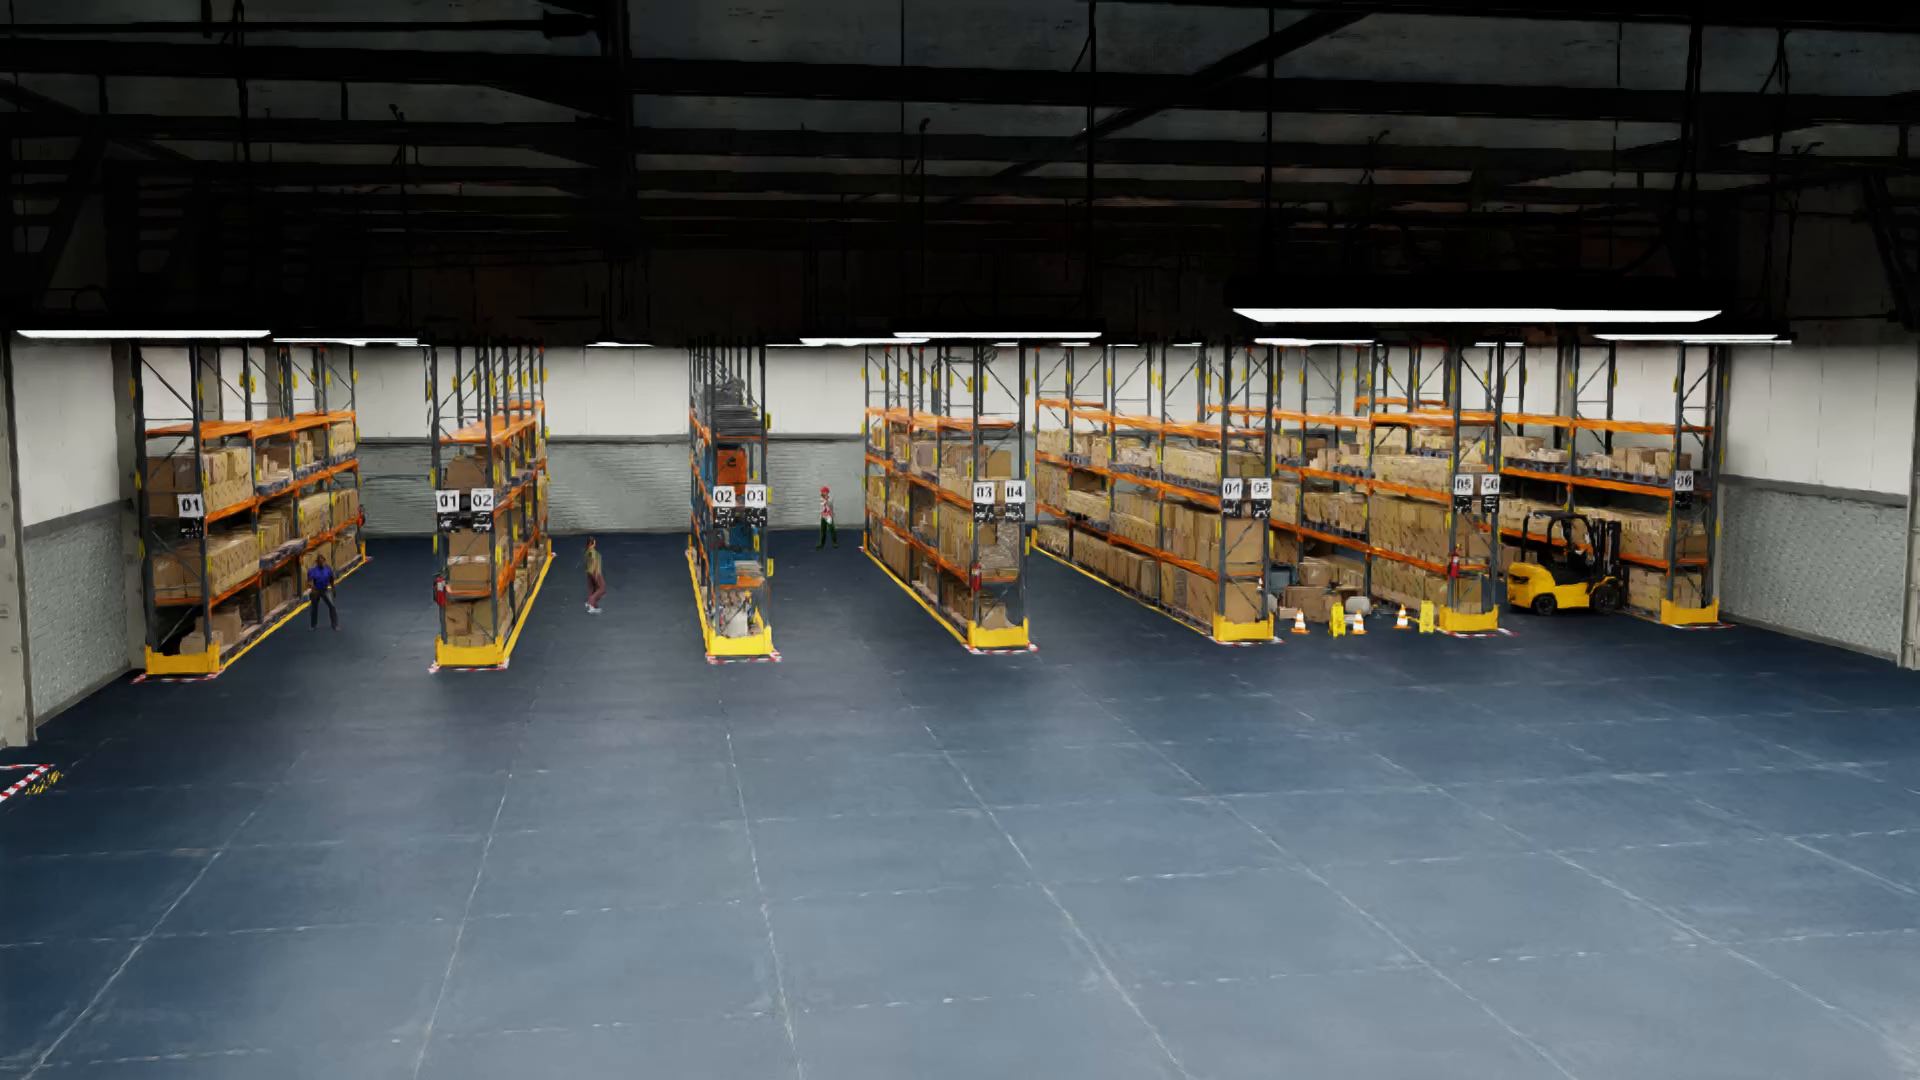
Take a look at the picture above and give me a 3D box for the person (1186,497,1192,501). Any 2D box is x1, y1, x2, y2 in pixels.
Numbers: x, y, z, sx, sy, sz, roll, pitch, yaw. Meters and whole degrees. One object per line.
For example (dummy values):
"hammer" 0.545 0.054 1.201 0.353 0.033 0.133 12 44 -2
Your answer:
"person" 6.503 -0.452 46.866 0.458 1.677 0.505 0 7 0

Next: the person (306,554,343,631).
"person" -12.953 1.061 33.786 0.626 1.594 0.809 -4 7 -28

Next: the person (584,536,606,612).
"person" -7.985 0.873 36.229 0.413 1.421 0.492 -5 8 -37

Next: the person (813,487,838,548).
"person" -3.883 -0.653 47.975 0.631 1.789 0.671 -4 8 -34
